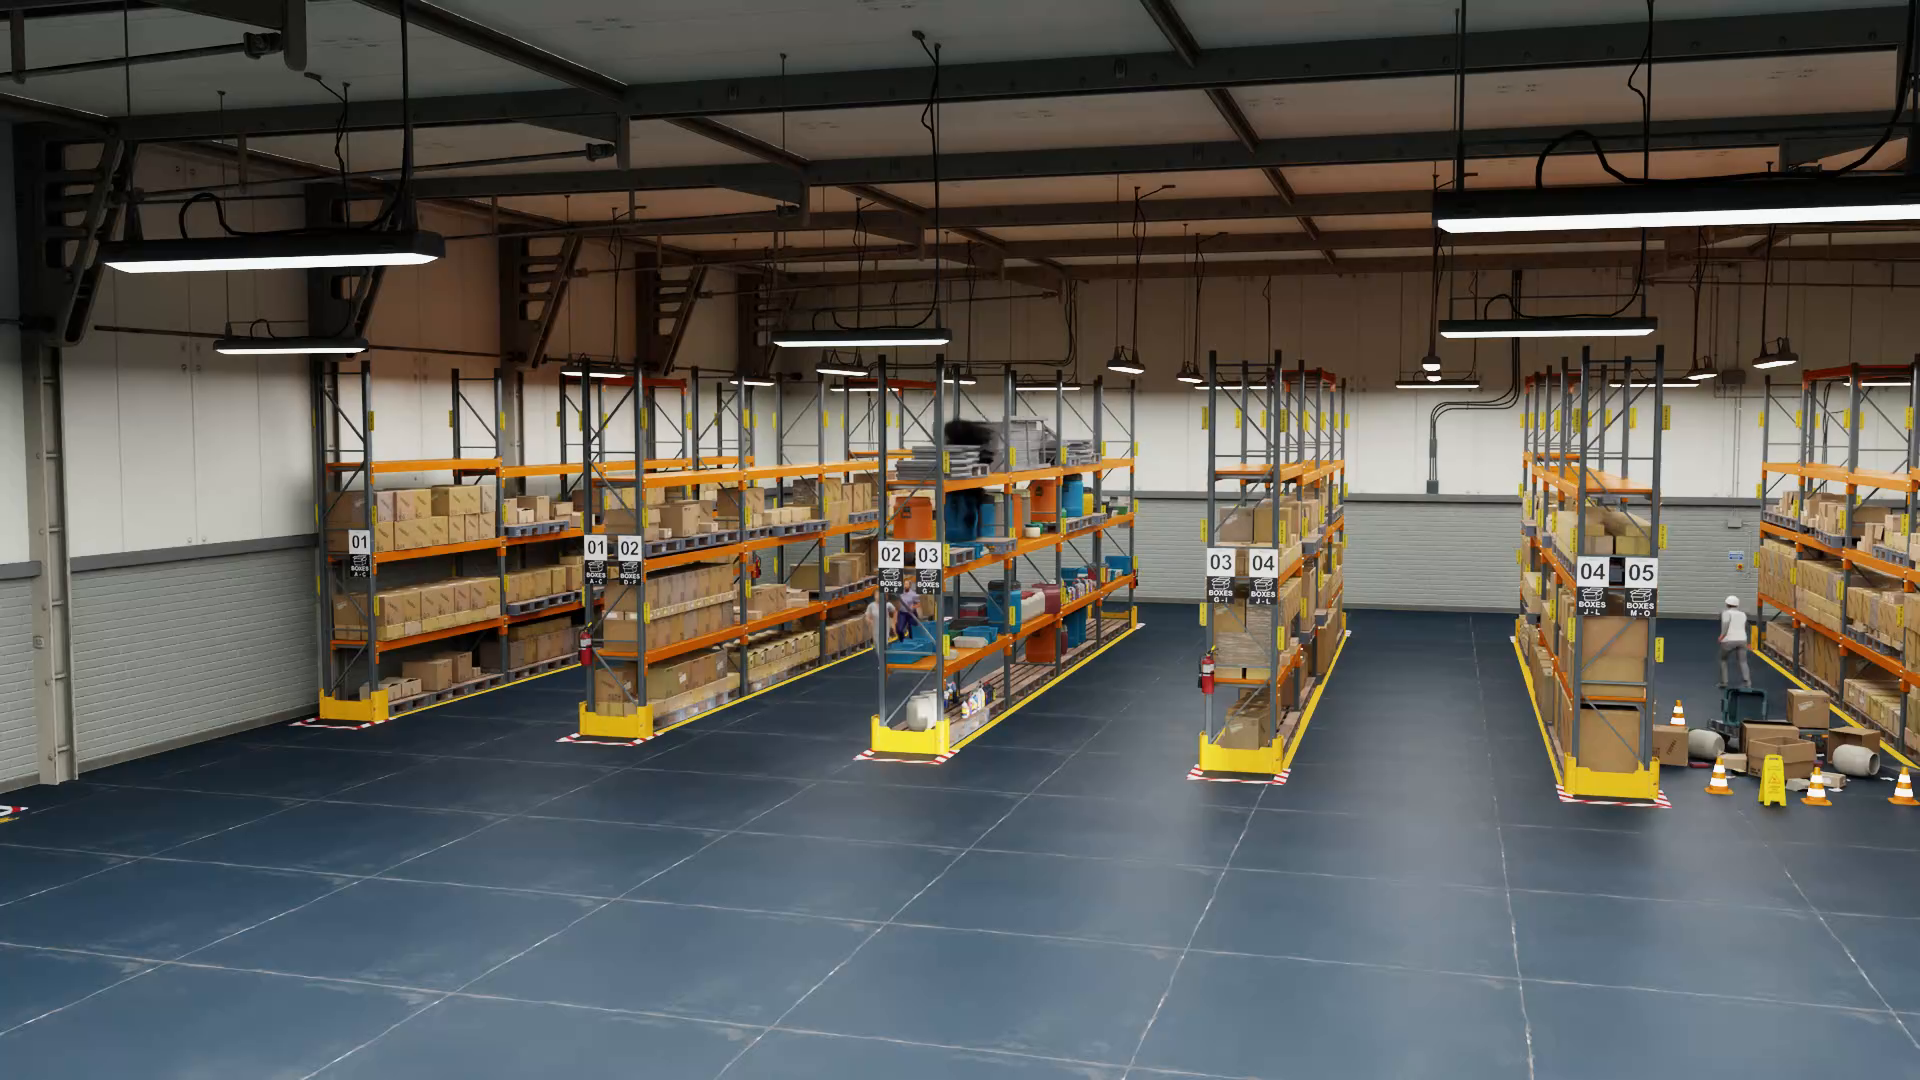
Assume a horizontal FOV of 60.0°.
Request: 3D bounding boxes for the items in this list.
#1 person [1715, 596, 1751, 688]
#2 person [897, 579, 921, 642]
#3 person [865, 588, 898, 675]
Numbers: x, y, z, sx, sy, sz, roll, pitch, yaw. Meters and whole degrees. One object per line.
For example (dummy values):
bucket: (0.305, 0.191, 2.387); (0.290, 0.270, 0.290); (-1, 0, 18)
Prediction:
person: (14.391, 1.926, 30.897); (0.651, 1.748, 0.976); (0, 4, -1)
person: (-1.098, 1.660, 35.540); (0.547, 1.656, 0.766); (1, 4, 12)
person: (-1.459, 1.739, 30.347); (0.513, 1.742, 0.774); (1, 4, 18)
